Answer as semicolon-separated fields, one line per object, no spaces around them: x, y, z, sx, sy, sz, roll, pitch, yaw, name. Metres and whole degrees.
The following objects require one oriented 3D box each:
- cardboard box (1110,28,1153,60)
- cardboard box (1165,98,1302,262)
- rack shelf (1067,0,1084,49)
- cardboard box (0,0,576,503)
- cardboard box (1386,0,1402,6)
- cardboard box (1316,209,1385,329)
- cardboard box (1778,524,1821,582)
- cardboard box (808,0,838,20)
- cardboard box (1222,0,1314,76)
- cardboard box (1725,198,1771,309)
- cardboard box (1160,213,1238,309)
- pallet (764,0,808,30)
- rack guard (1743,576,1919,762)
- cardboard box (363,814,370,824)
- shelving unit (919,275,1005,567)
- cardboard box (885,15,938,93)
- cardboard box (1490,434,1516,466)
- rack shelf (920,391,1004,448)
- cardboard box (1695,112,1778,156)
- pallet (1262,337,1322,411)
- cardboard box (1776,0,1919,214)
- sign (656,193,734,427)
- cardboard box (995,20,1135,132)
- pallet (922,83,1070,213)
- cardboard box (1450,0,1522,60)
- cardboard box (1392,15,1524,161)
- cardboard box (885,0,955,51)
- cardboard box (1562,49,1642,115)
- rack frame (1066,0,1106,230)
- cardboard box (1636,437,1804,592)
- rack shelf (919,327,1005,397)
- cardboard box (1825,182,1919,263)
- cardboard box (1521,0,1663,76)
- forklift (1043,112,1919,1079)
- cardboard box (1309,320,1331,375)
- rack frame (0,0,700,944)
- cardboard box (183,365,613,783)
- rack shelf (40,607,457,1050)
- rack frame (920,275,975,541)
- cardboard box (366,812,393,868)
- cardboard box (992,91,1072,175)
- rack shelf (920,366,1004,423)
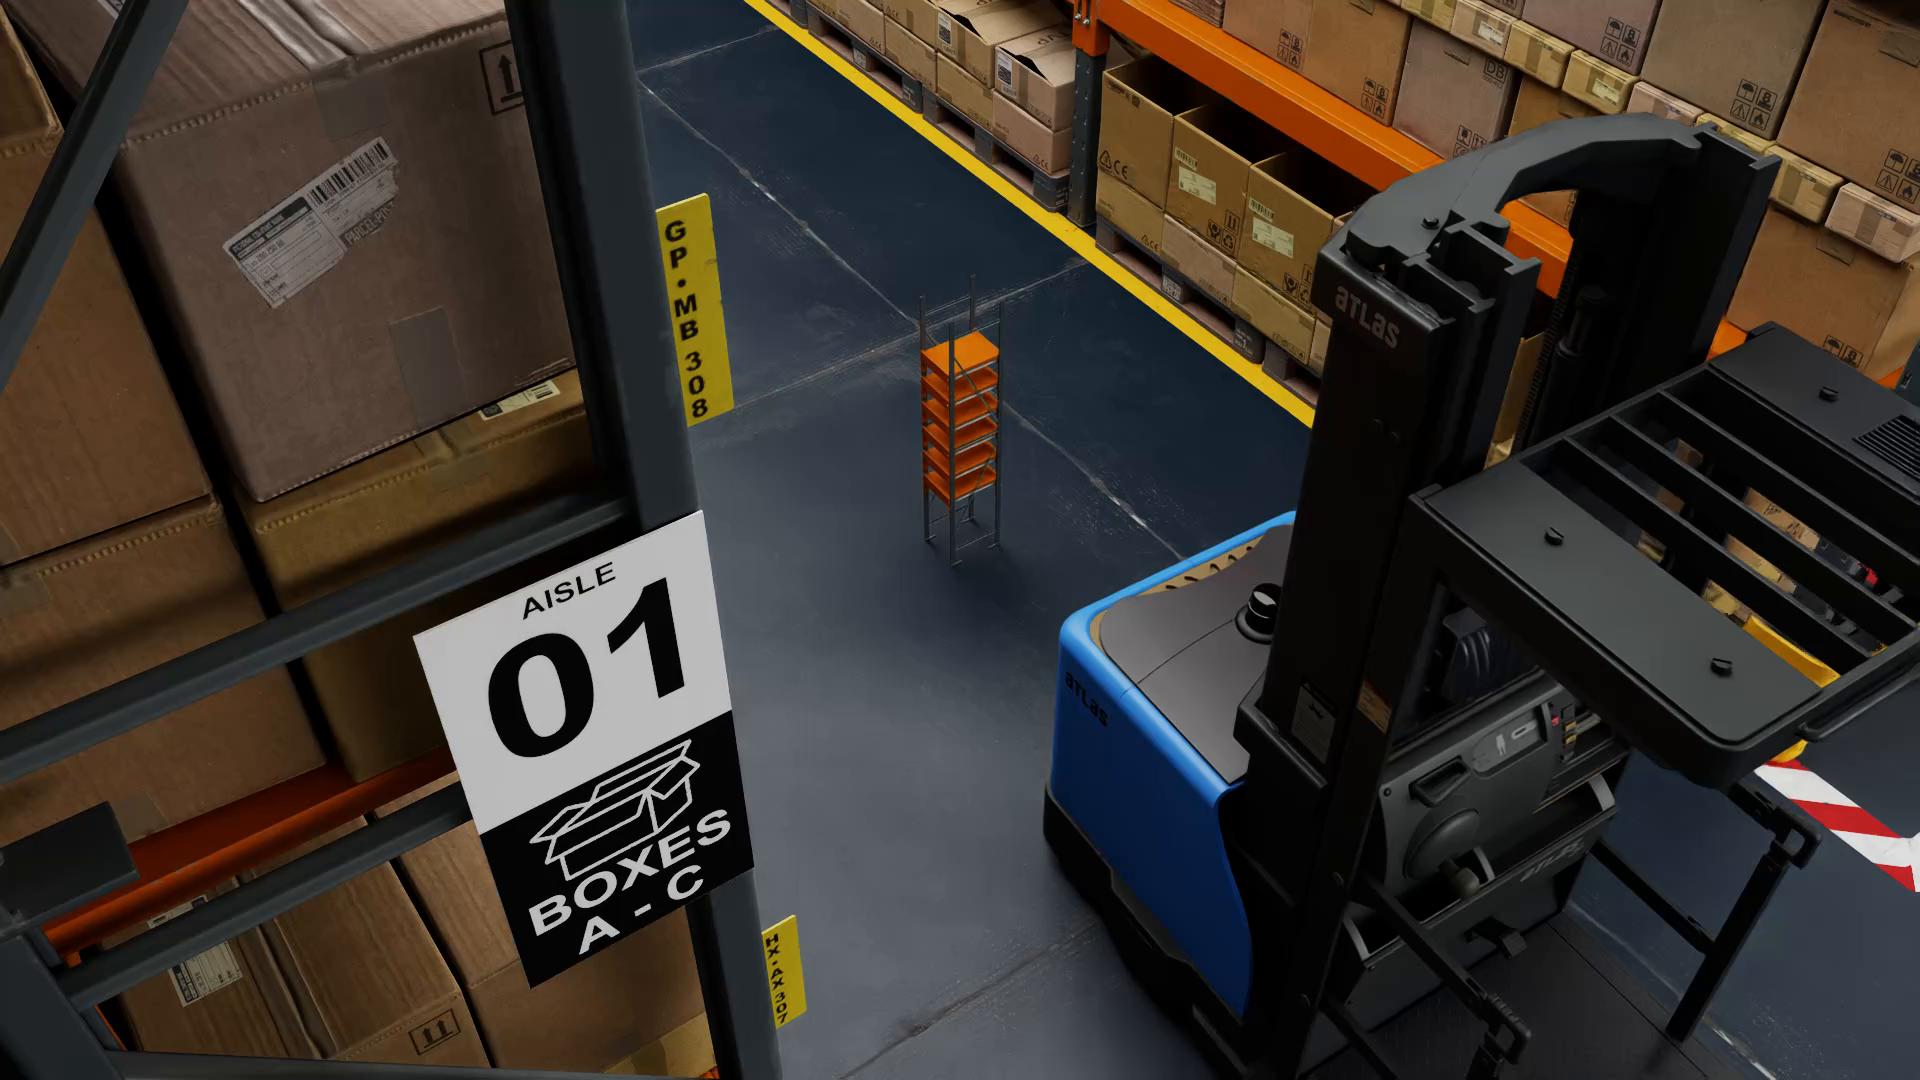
0.956;-2.575;8.556;0.500;0.311;0.500;-26;49;-24;cardboard box
1.289;-1.644;7.444;0.500;0.500;0.500;-26;49;-24;cardboard box
-0.156;-3.754;9.031;1.077;0.370;4.000;-26;49;-24;rack shelf
-0.806;-0.462;2.078;0.500;0.500;0.500;-29;51;-27;cardboard box
1.724;-2.196;6.336;0.380;0.149;0.250;-27;50;-26;cardboard box
1.857;-1.075;6.848;0.500;0.500;0.500;-26;49;-24;cardboard box
3.152;-0.165;6.438;0.500;0.250;0.500;-26;49;-24;cardboard box
-0.651;-3.316;9.738;0.500;0.250;0.500;-27;50;-25;cardboard box
1.554;-2.373;6.991;0.700;0.500;0.500;-26;50;-25;cardboard box
2.716;-1.218;5.781;0.700;0.500;0.500;-24;49;-23;cardboard box
1.287;-1.372;7.702;0.500;0.250;0.500;-26;49;-24;cardboard box
-0.861;-3.657;10.428;1.003;0.211;1.213;-26;49;-24;pallet
3.290;0.301;6.072;1.175;0.500;0.348;-26;49;-24;rack guard
-1.508;0.646;3.452;0.500;0.500;0.500;-25;49;-24;cardboard box
0.008;-0.426;6.327;0.258;1.200;0.189;-26;49;-24;shelving unit
-0.068;-2.736;9.131;0.500;0.250;0.500;-25;49;-24;cardboard box
2.432;-0.239;6.515;0.500;0.250;0.500;-26;49;-24;cardboard box
0.008;-0.480;6.275;0.258;0.103;0.180;-26;49;-24;rack shelf
2.605;-1.321;5.419;0.380;0.149;0.250;-26;50;-25;cardboard box
2.111;-0.715;7.346;1.003;0.211;1.213;-26;49;-24;pallet
2.990;-1.421;5.055;0.700;0.500;0.500;-26;49;-24;cardboard box
-0.339;-0.273;2.058;0.100;0.325;0.005;-26;49;-24;sign
0.521;-2.358;8.329;0.500;0.311;0.500;-26;49;-24;cardboard box
0.535;-2.275;8.980;1.003;0.211;1.213;-26;49;-24;pallet
2.013;-1.906;6.032;0.380;0.149;0.250;-26;50;-25;cardboard box
2.132;-1.798;6.388;0.700;0.500;0.500;-24;49;-23;cardboard box
-0.065;-2.934;8.932;0.500;0.311;0.500;-26;49;-25;cardboard box
2.312;-1.613;5.725;0.380;0.149;0.250;-24;49;-23;cardboard box
0.988;-2.882;7.597;1.000;3.000;0.127;-26;49;-24;rack frame
2.726;-0.231;5.964;0.500;0.500;0.500;-26;49;-24;cardboard box
0.008;-0.654;6.109;0.258;0.103;0.180;-26;49;-24;rack shelf
2.902;-1.028;5.113;0.380;0.149;0.250;-27;50;-25;cardboard box
2.395;-2.002;5.663;0.700;0.500;0.500;-26;49;-24;cardboard box
1.492;0.636;3.961;1.130;2.935;3.031;-24;48;-23;forklift
1.860;-0.806;7.109;0.500;0.250;0.500;-26;49;-24;cardboard box
-0.784;-0.827;1.100;1.000;3.000;0.127;-26;49;-24;rack frame
-0.770;-0.074;2.396;0.500;0.500;0.500;-24;49;-23;cardboard box
-1.928;-0.615;3.571;1.077;0.370;4.000;-26;49;-24;rack shelf
-0.044;-0.478;6.381;0.240;1.200;0.006;-26;49;-24;rack frame
-1.085;0.445;3.662;0.500;0.500;0.500;-26;49;-24;cardboard box
0.513;-2.160;8.527;0.500;0.250;0.500;-26;50;-25;cardboard box
0.008;-0.567;6.192;0.258;0.103;0.180;-26;49;-24;rack shelf
